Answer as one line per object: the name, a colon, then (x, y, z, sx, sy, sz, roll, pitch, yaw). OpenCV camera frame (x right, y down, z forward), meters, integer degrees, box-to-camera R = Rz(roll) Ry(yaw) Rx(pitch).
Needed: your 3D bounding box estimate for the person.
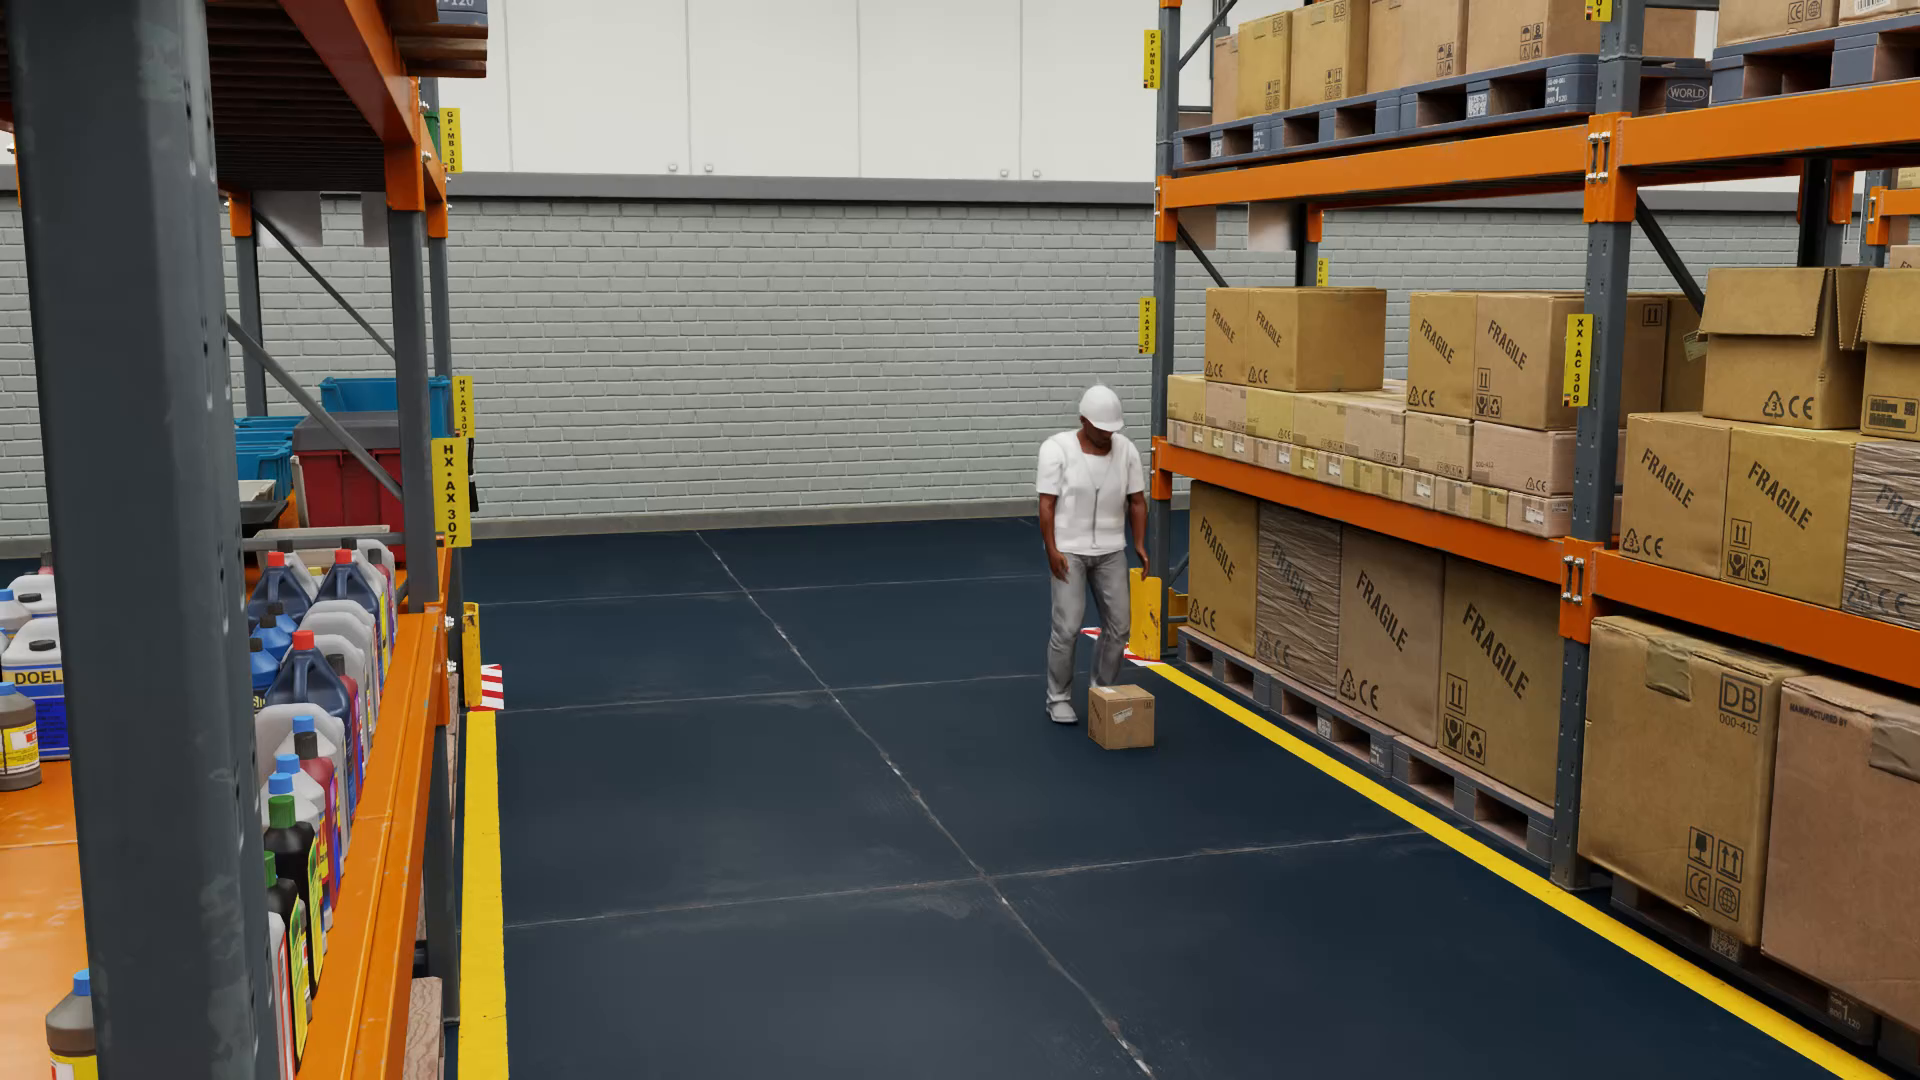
person: (0.682, 0.068, 8.513, 0.588, 1.725, 0.437, -2, 9, -15)
